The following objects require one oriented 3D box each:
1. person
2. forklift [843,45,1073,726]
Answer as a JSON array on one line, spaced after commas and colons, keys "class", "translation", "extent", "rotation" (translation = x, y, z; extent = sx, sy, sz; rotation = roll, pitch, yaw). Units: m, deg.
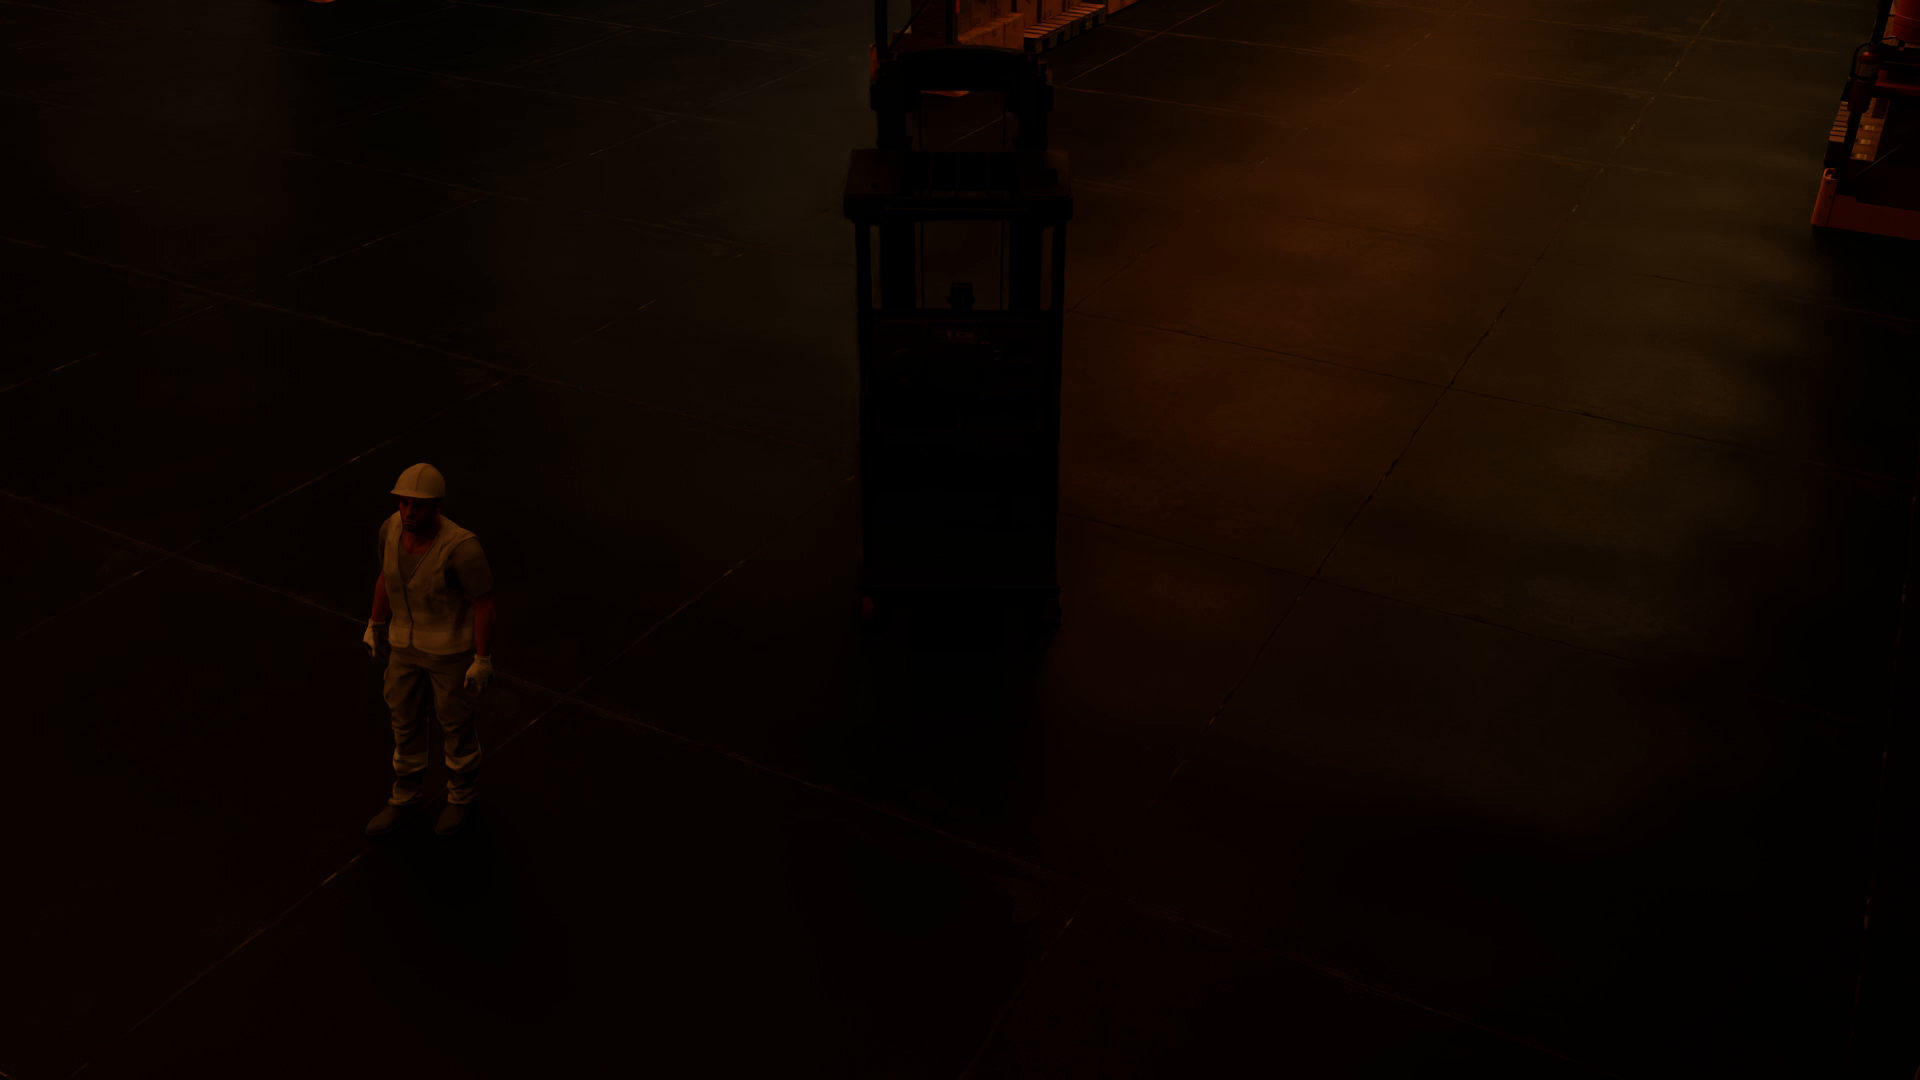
[{"class": "person", "translation": [-2.364, 0.515, 7.306], "extent": [0.638, 1.787, 0.564], "rotation": [11, 32, 18]}, {"class": "forklift", "translation": [0.000, -0.946, 8.710], "extent": [1.130, 2.935, 3.031], "rotation": [1, 30, 1]}]
